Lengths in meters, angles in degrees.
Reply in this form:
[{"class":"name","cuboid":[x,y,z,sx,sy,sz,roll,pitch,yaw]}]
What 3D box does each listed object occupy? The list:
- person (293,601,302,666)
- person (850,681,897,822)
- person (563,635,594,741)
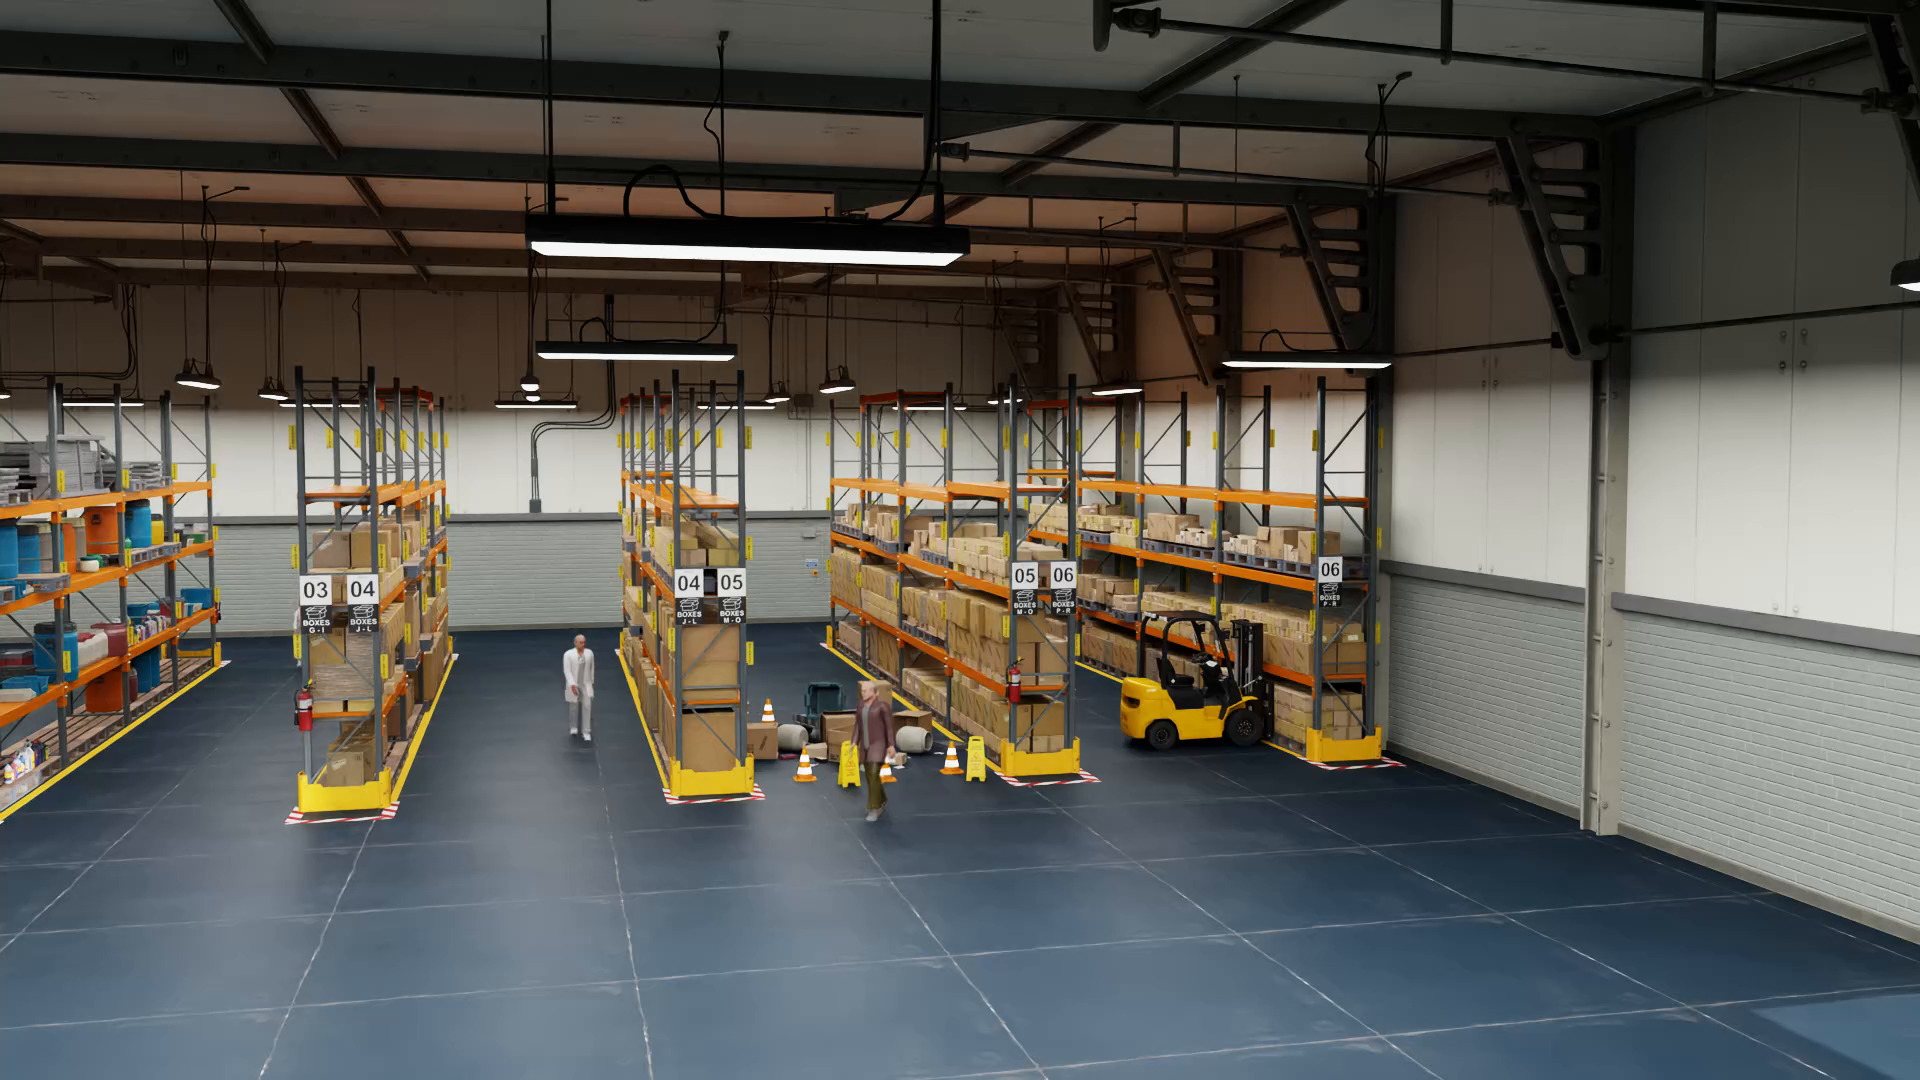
[{"class":"person","cuboid":[-14.258,2.051,36.116,0.405,1.553,0.888,-1,4,-22]},{"class":"person","cuboid":[-1.196,2.797,22.261,0.670,1.807,0.686,3,5,44]},{"class":"person","cuboid":[-6.382,2.456,27.959,0.564,1.730,1.038,-2,4,-26]}]
